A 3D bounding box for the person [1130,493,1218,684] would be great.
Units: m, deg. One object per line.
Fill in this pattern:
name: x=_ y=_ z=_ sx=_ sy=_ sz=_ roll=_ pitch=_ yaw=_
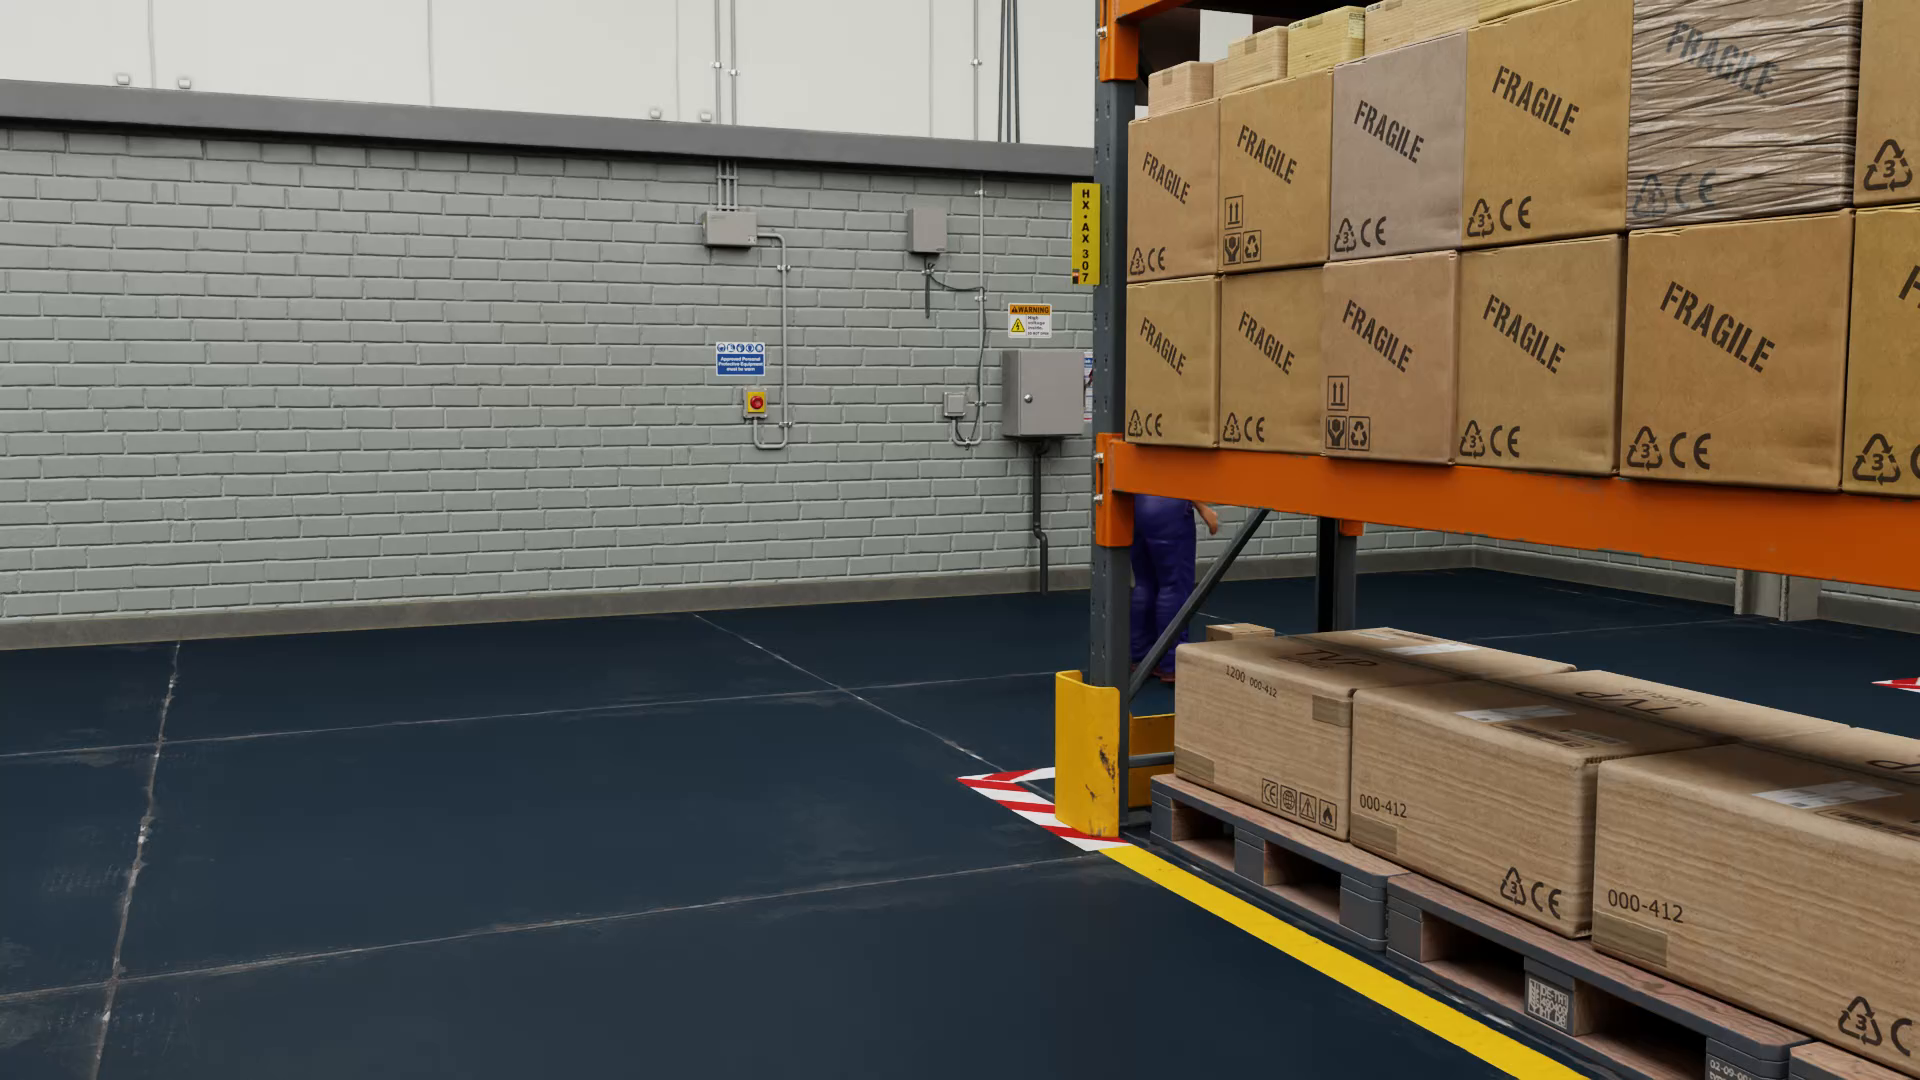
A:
person: x=1.017 y=-0.115 z=8.207 sx=0.423 sy=1.668 sz=0.487 roll=-2 pitch=6 yaw=-23
